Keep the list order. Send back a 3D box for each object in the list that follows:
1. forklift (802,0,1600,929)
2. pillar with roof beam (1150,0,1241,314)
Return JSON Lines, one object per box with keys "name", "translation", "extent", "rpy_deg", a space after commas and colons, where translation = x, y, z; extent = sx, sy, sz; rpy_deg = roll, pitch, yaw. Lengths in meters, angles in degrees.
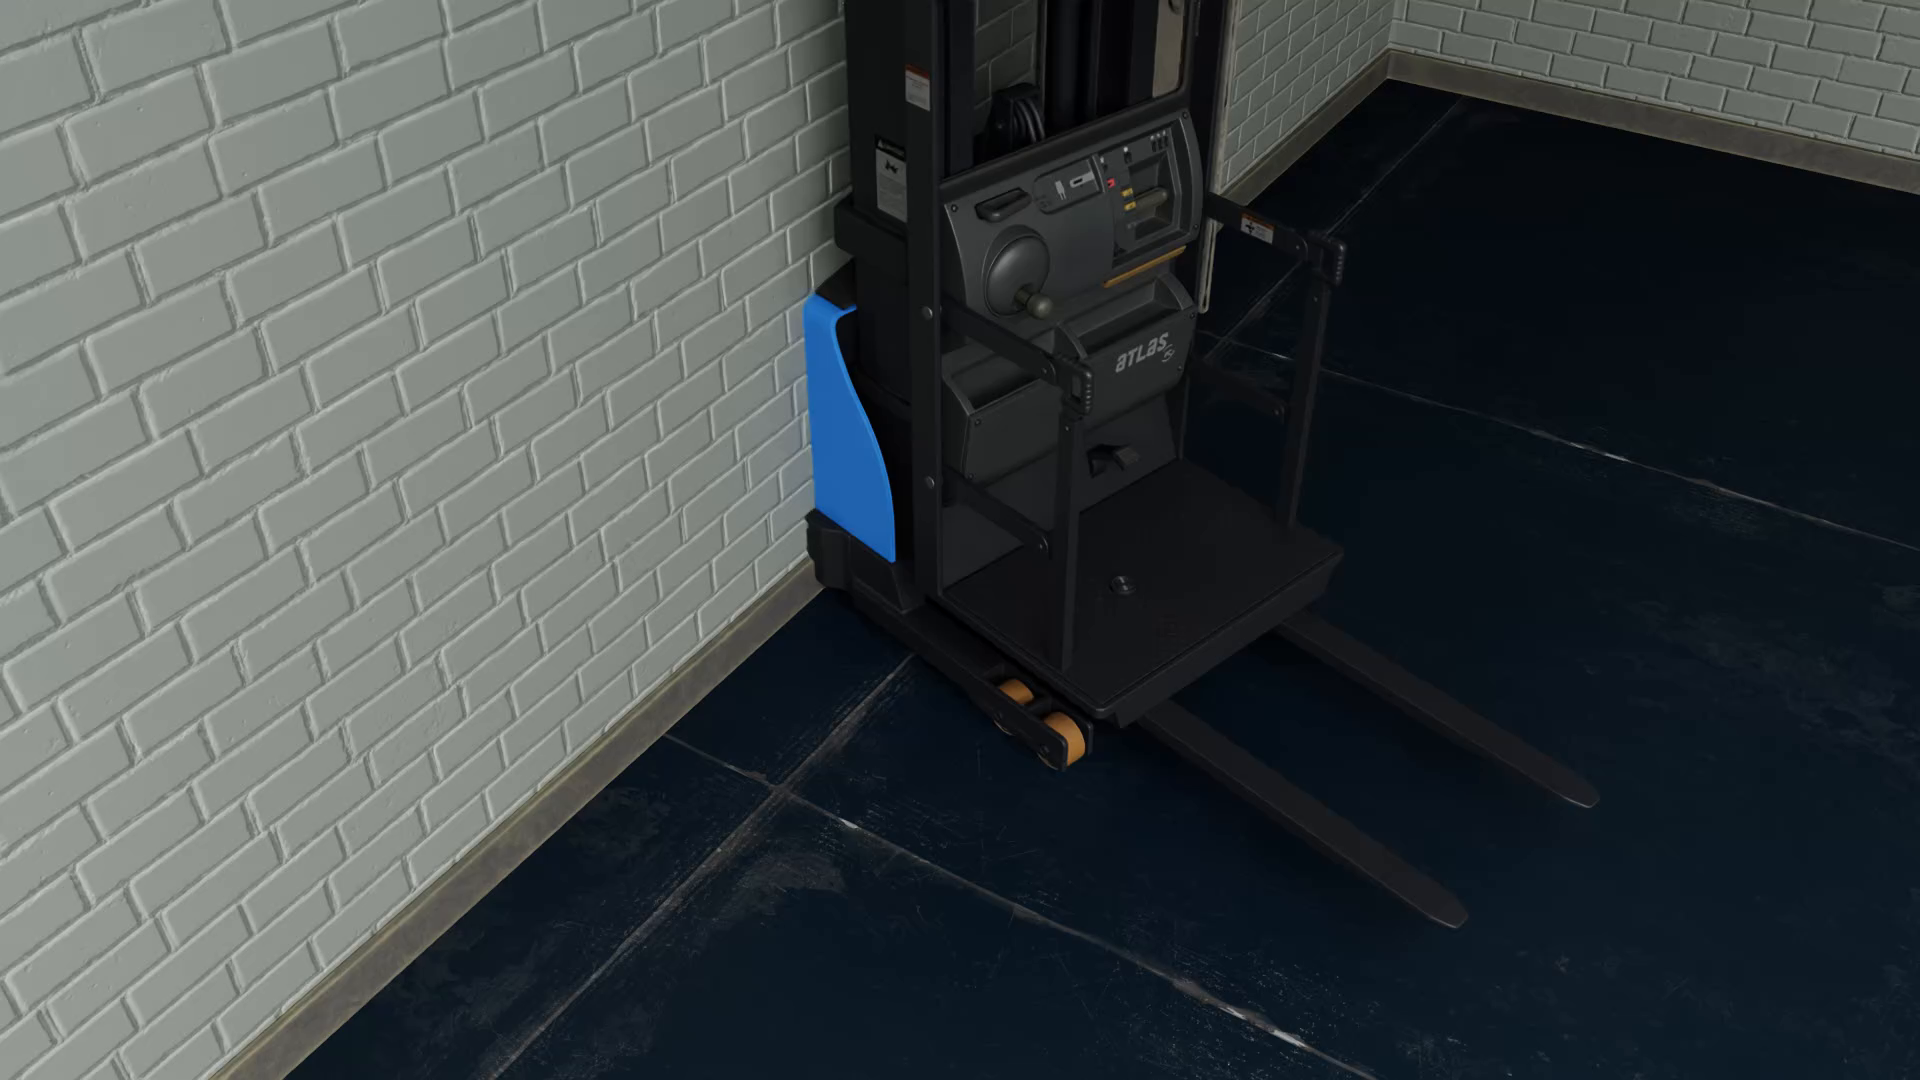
{"name": "forklift", "translation": [0.472, -0.843, 4.443], "extent": [1.130, 2.935, 3.031], "rpy_deg": [-29, 46, -32]}
{"name": "pillar with roof beam", "translation": [4.451, -3.083, 2.378], "extent": [9.100, 9.000, 0.400], "rpy_deg": [21, 42, 25]}
